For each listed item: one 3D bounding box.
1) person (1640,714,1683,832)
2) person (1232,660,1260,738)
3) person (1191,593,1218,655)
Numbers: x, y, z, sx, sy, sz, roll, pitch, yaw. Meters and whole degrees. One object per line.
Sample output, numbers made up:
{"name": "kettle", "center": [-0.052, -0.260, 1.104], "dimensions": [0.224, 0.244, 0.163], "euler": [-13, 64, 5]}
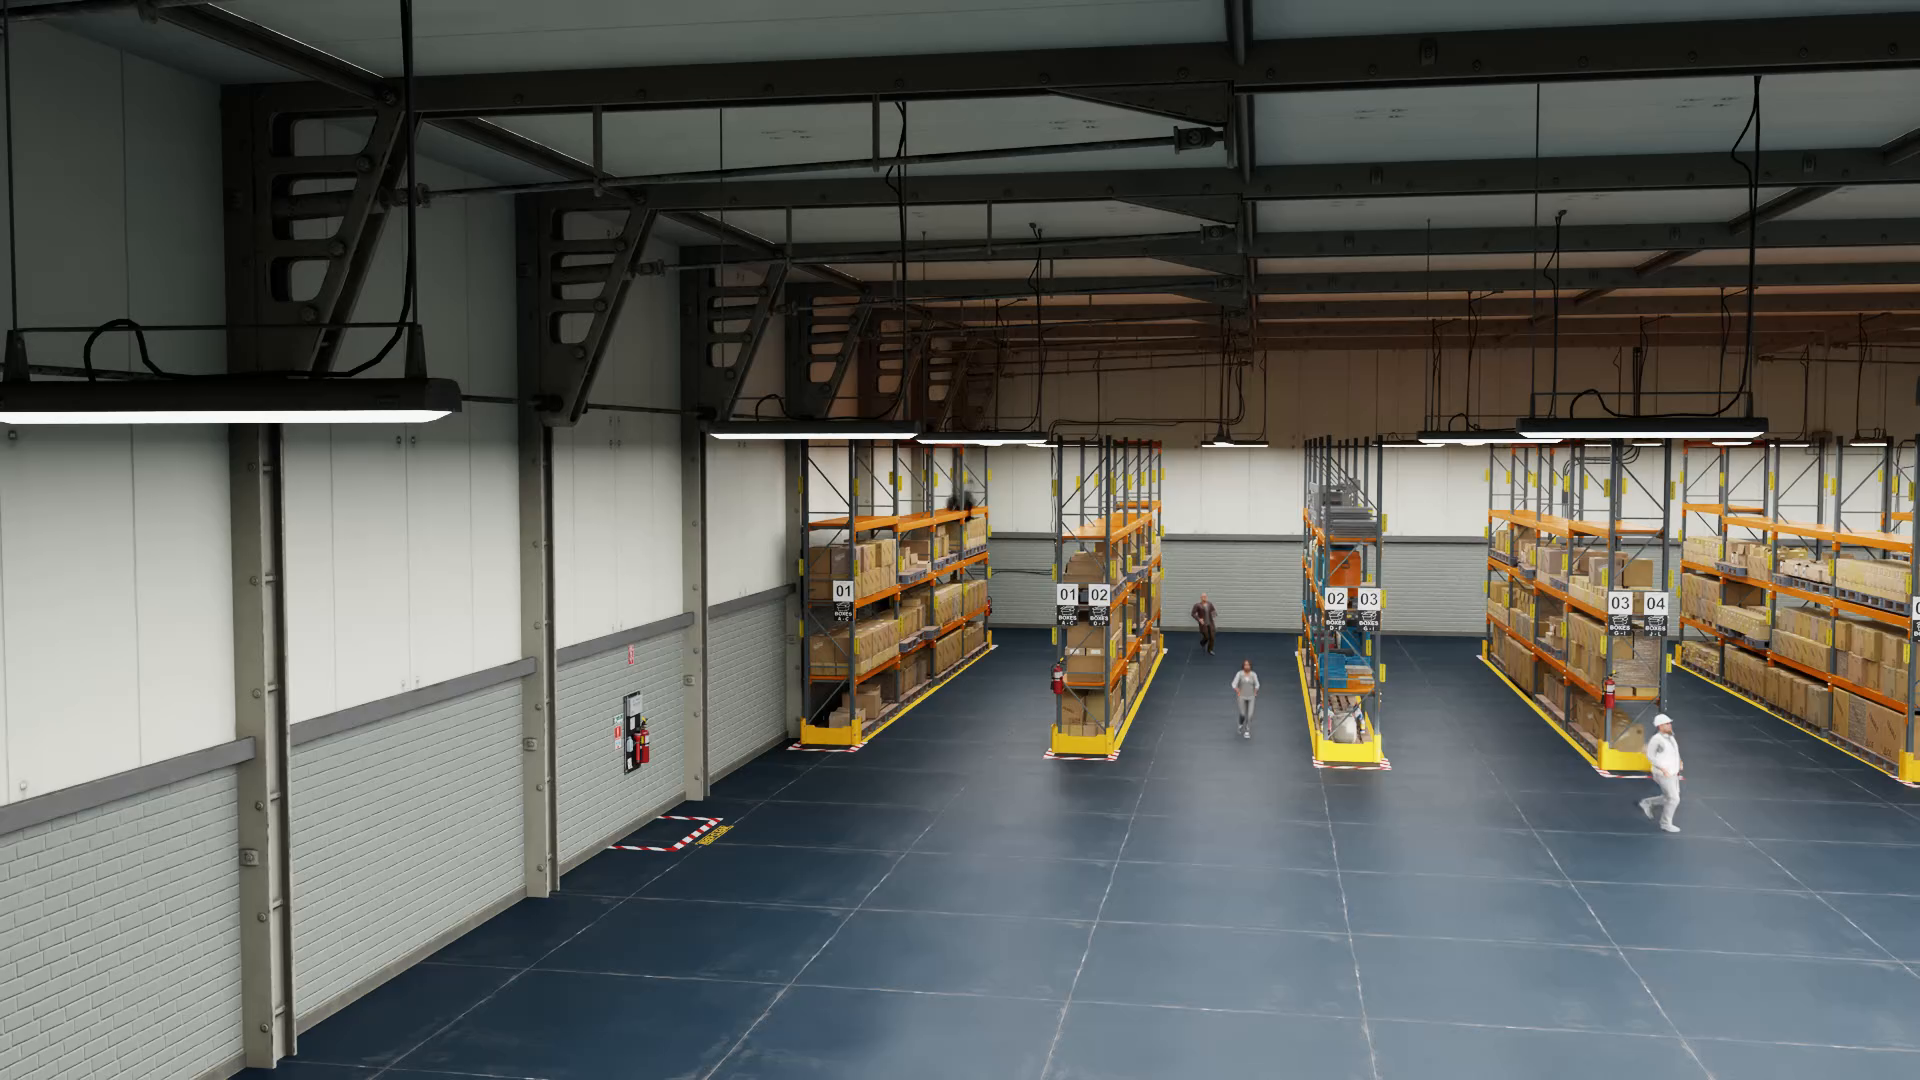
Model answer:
{"name": "person", "center": [10.595, 3.501, 25.130], "dimensions": [0.659, 1.750, 0.625], "euler": [-3, 4, -45]}
{"name": "person", "center": [5.694, 3.157, 33.048], "dimensions": [0.534, 1.554, 0.552], "euler": [0, 3, 4]}
{"name": "person", "center": [6.855, 2.390, 46.605], "dimensions": [0.741, 1.640, 0.693], "euler": [-1, 3, -19]}
